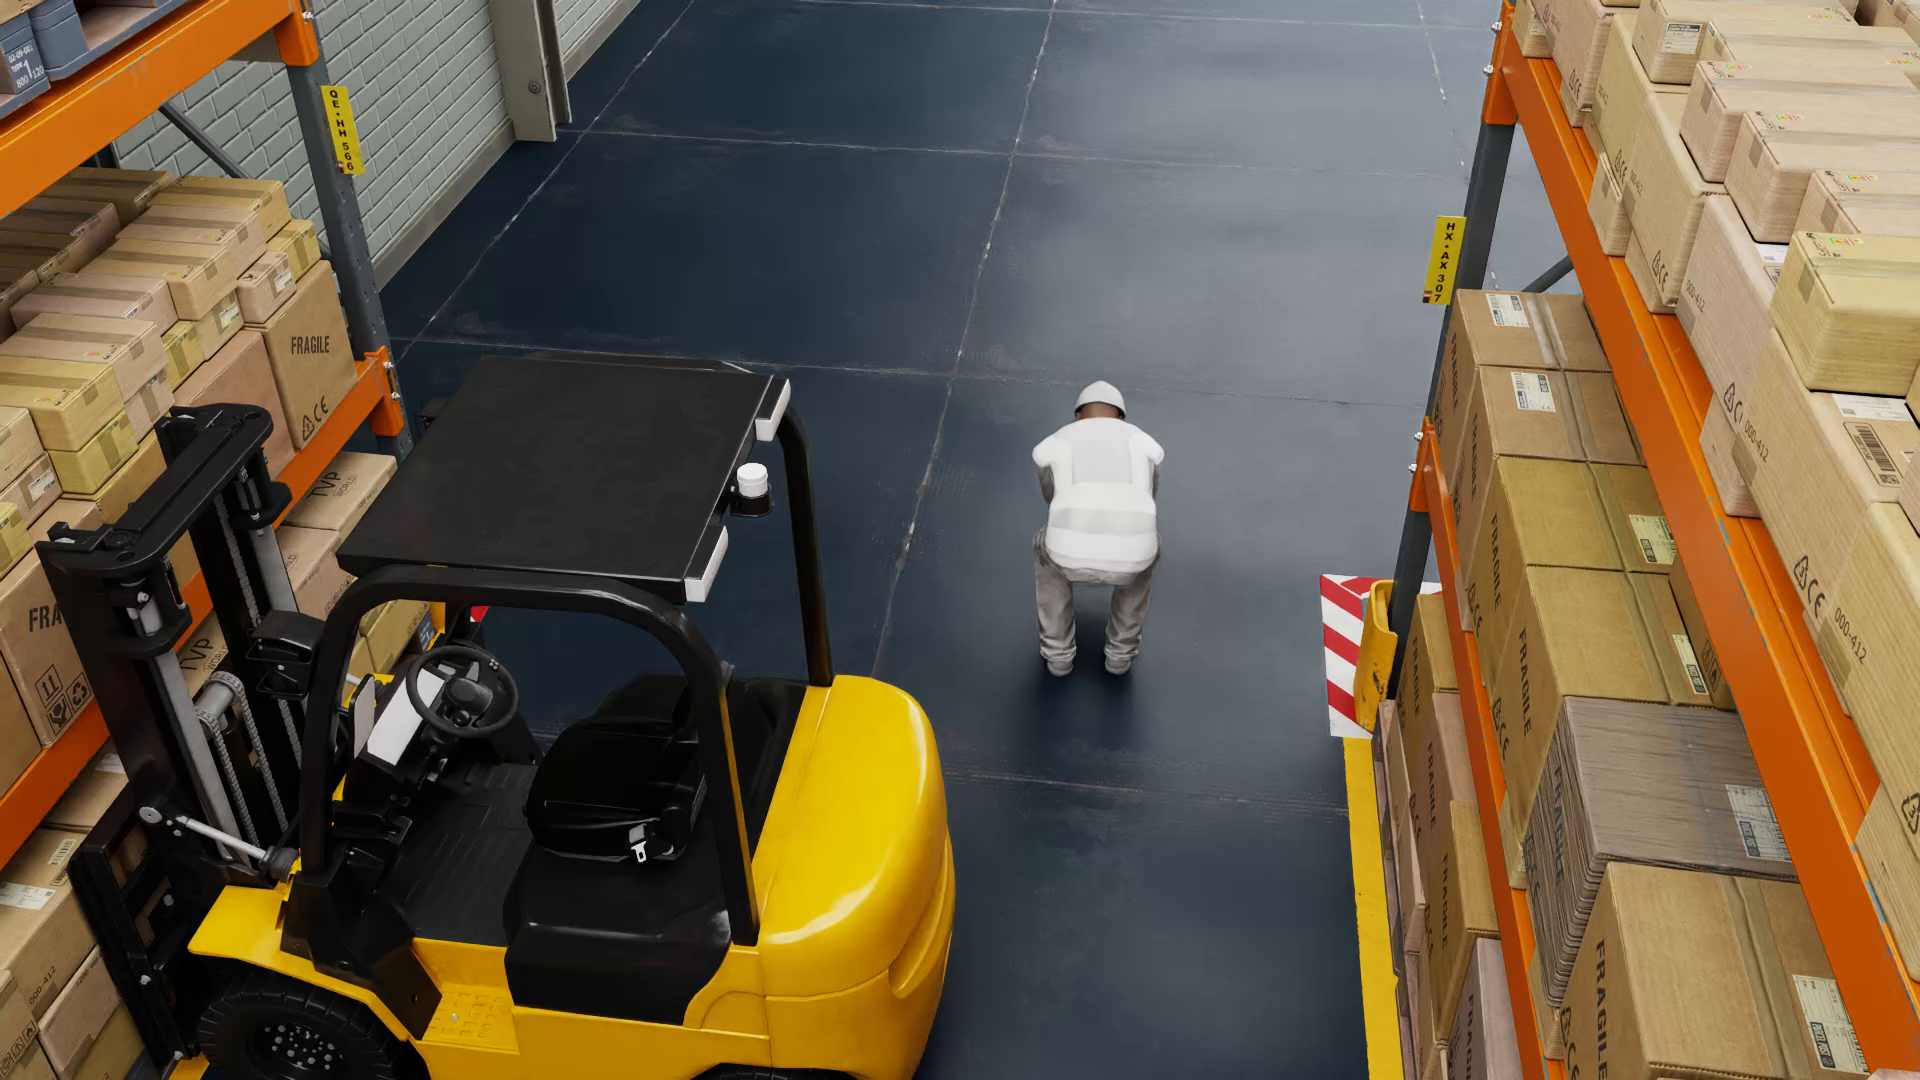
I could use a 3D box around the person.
[{"bbox_3d":[0.559,-0.005,6.800,0.522,1.007,0.976,3,36,4],"label":"person"}]
